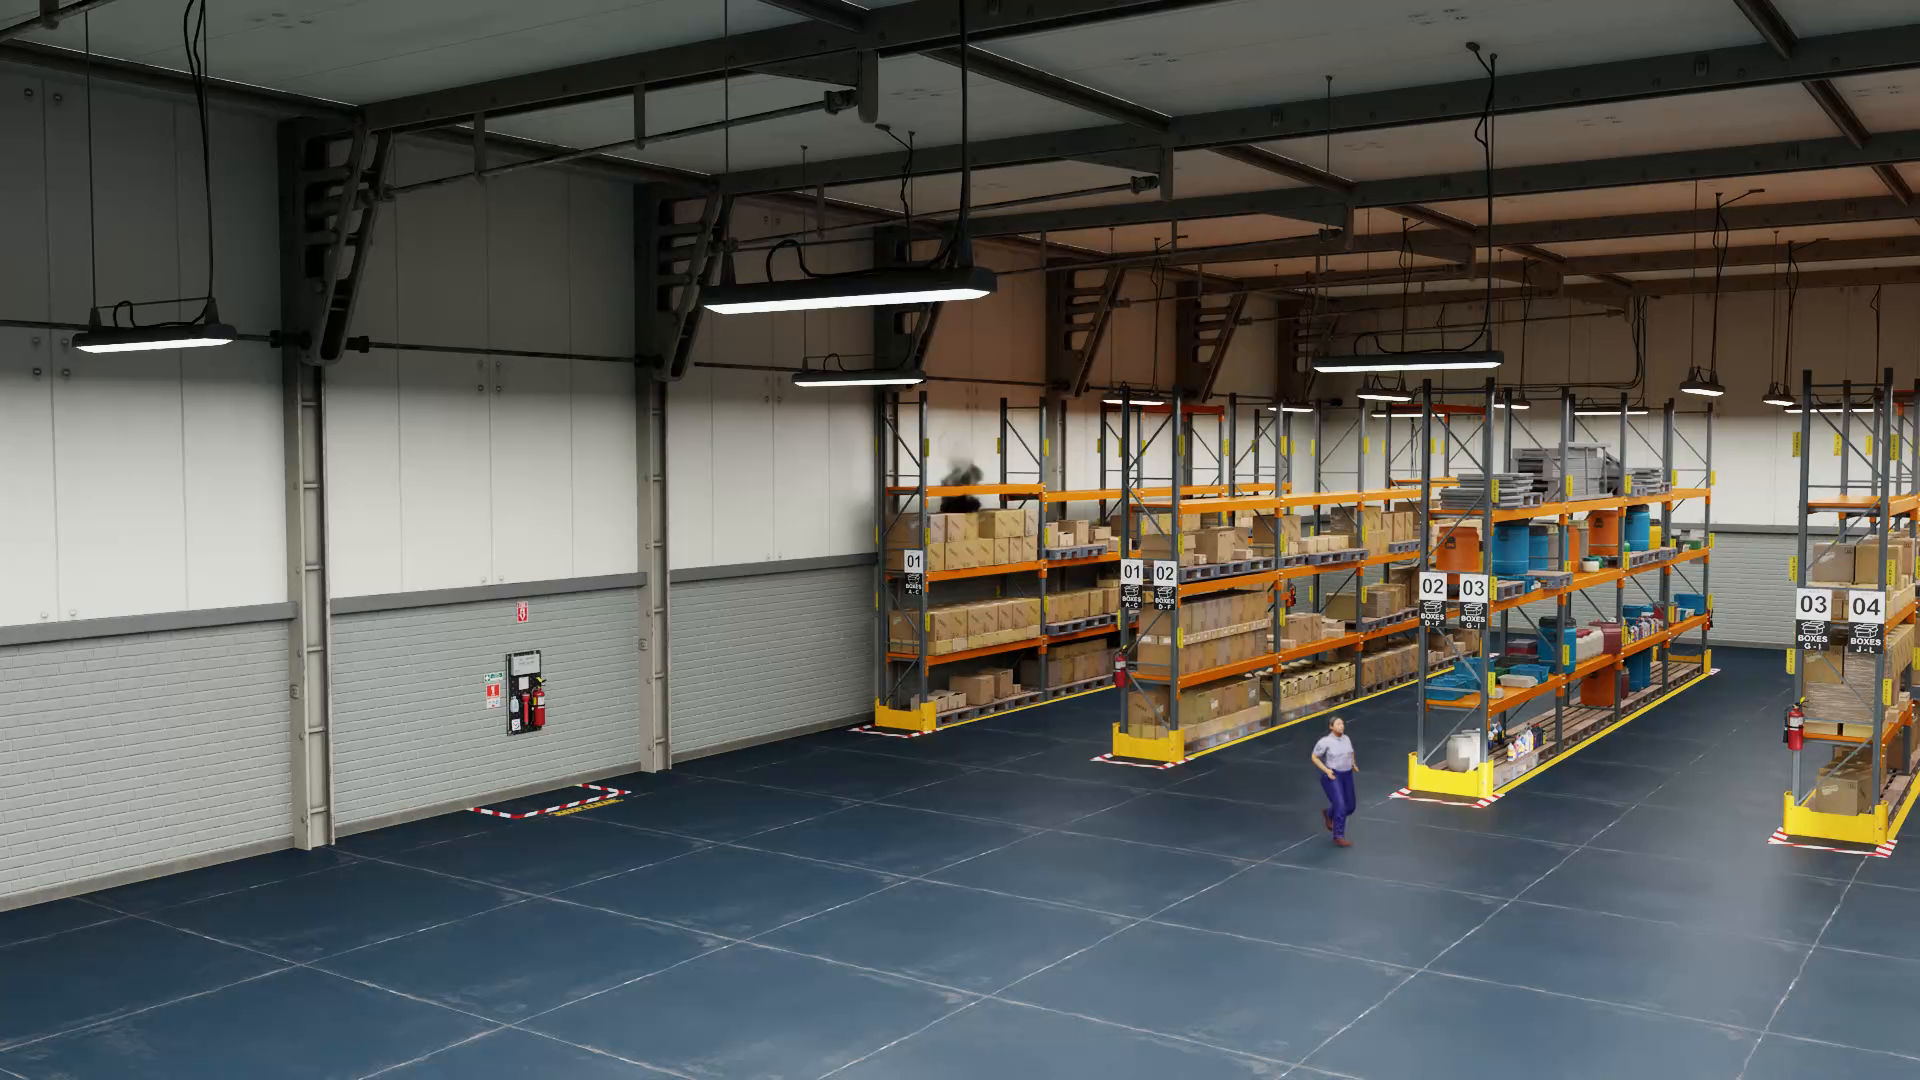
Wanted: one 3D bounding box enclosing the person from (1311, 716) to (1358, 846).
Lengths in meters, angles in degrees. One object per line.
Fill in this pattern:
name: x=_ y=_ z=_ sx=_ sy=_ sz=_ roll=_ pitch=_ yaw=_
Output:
person: x=4.756 y=3.040 z=21.100 sx=0.613 sy=1.580 sz=0.687 roll=-2 pitch=4 yaw=-27
